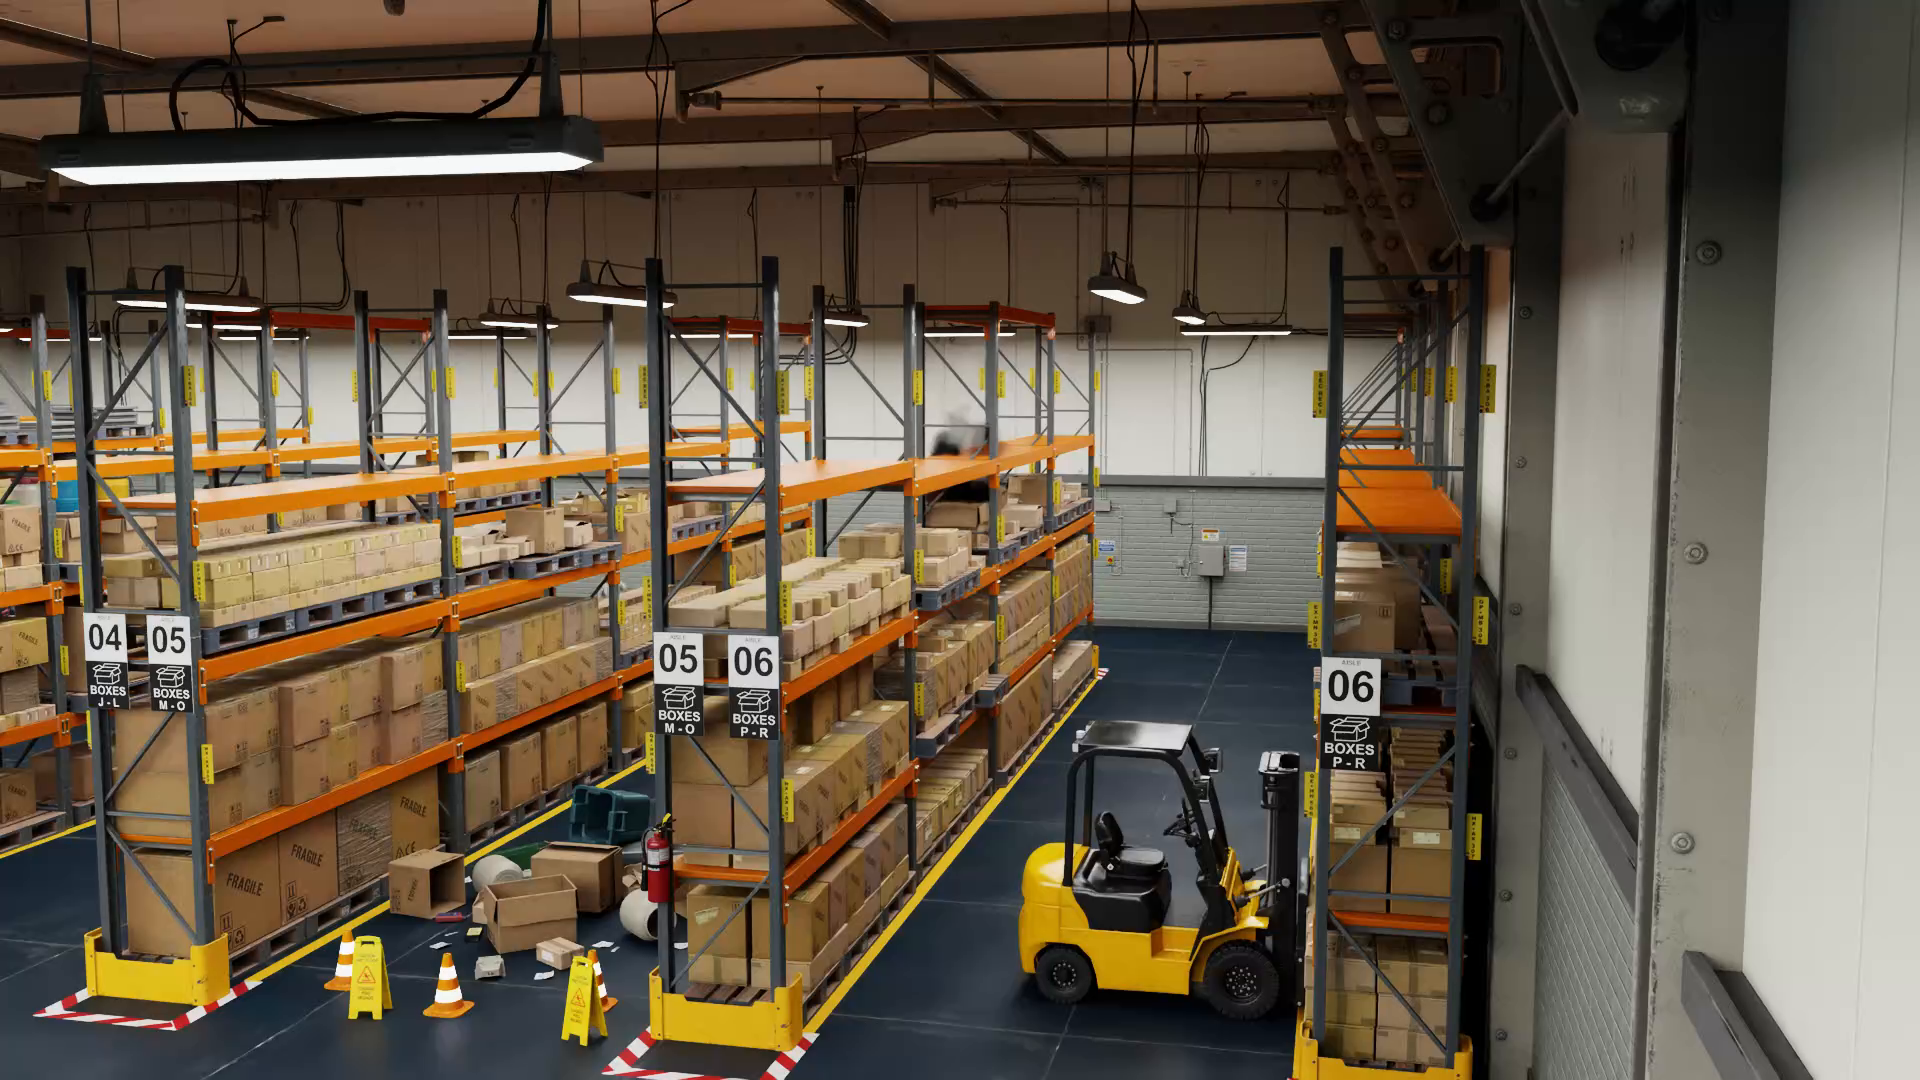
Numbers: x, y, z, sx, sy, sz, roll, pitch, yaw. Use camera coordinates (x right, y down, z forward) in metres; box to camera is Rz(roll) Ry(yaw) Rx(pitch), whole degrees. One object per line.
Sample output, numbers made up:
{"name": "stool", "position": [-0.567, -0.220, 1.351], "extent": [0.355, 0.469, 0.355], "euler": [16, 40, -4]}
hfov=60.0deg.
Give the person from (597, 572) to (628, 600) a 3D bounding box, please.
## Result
{"name": "person", "position": [-6.250, 1.316, 29.945], "extent": [0.563, 1.644, 0.679], "euler": [-1, 6, -11]}
